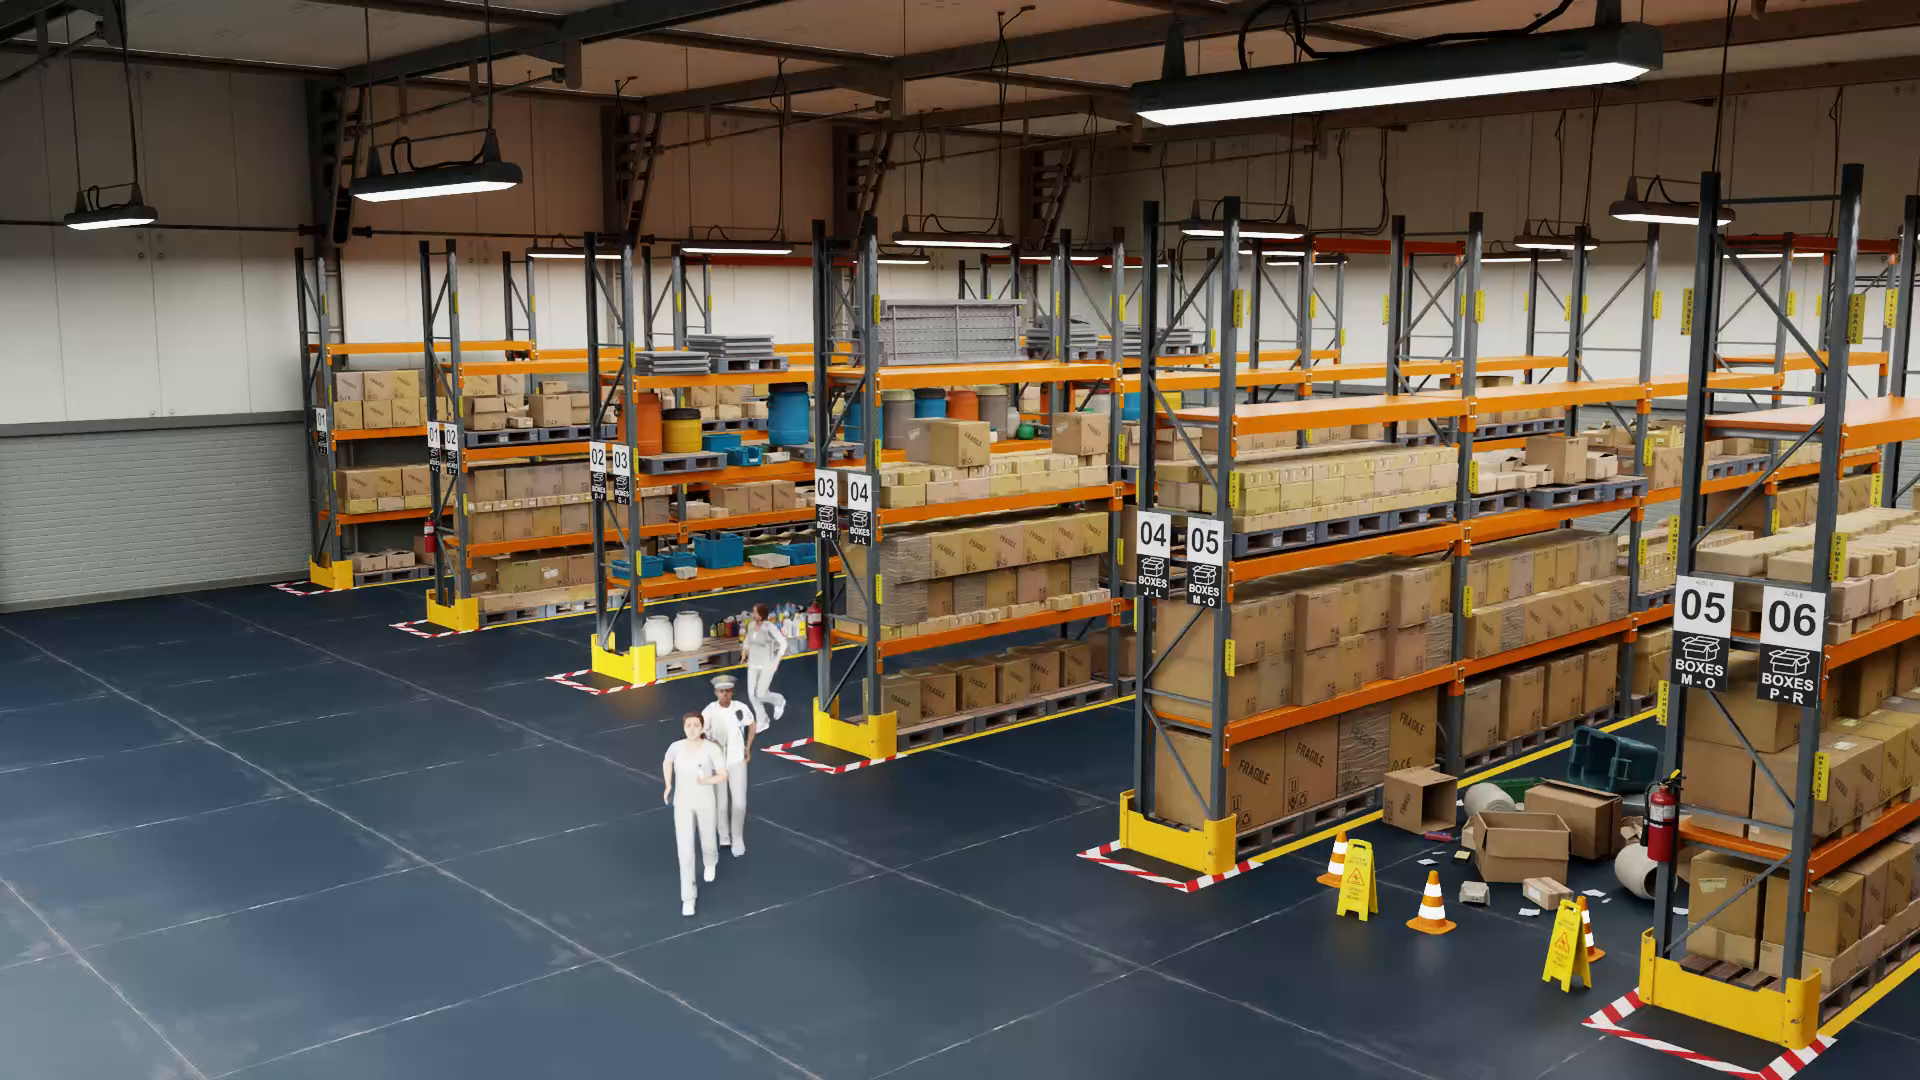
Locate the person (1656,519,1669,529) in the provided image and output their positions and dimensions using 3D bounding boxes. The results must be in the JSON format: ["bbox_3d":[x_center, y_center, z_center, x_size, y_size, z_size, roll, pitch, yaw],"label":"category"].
[{"bbox_3d":[10.900,0.528,25.887,0.680,1.736,0.721,-8,12,-44],"label":"person"}]

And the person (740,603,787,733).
[{"bbox_3d":[-2.334,1.519,19.838,0.581,1.542,0.577,5,10,29],"label":"person"}]

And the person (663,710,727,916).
[{"bbox_3d":[-2.260,2.261,14.176,0.570,1.646,0.960,0,8,-3],"label":"person"}]

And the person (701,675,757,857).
[{"bbox_3d":[-2.147,2.095,15.409,0.555,1.727,0.647,-1,8,-9],"label":"person"}]
